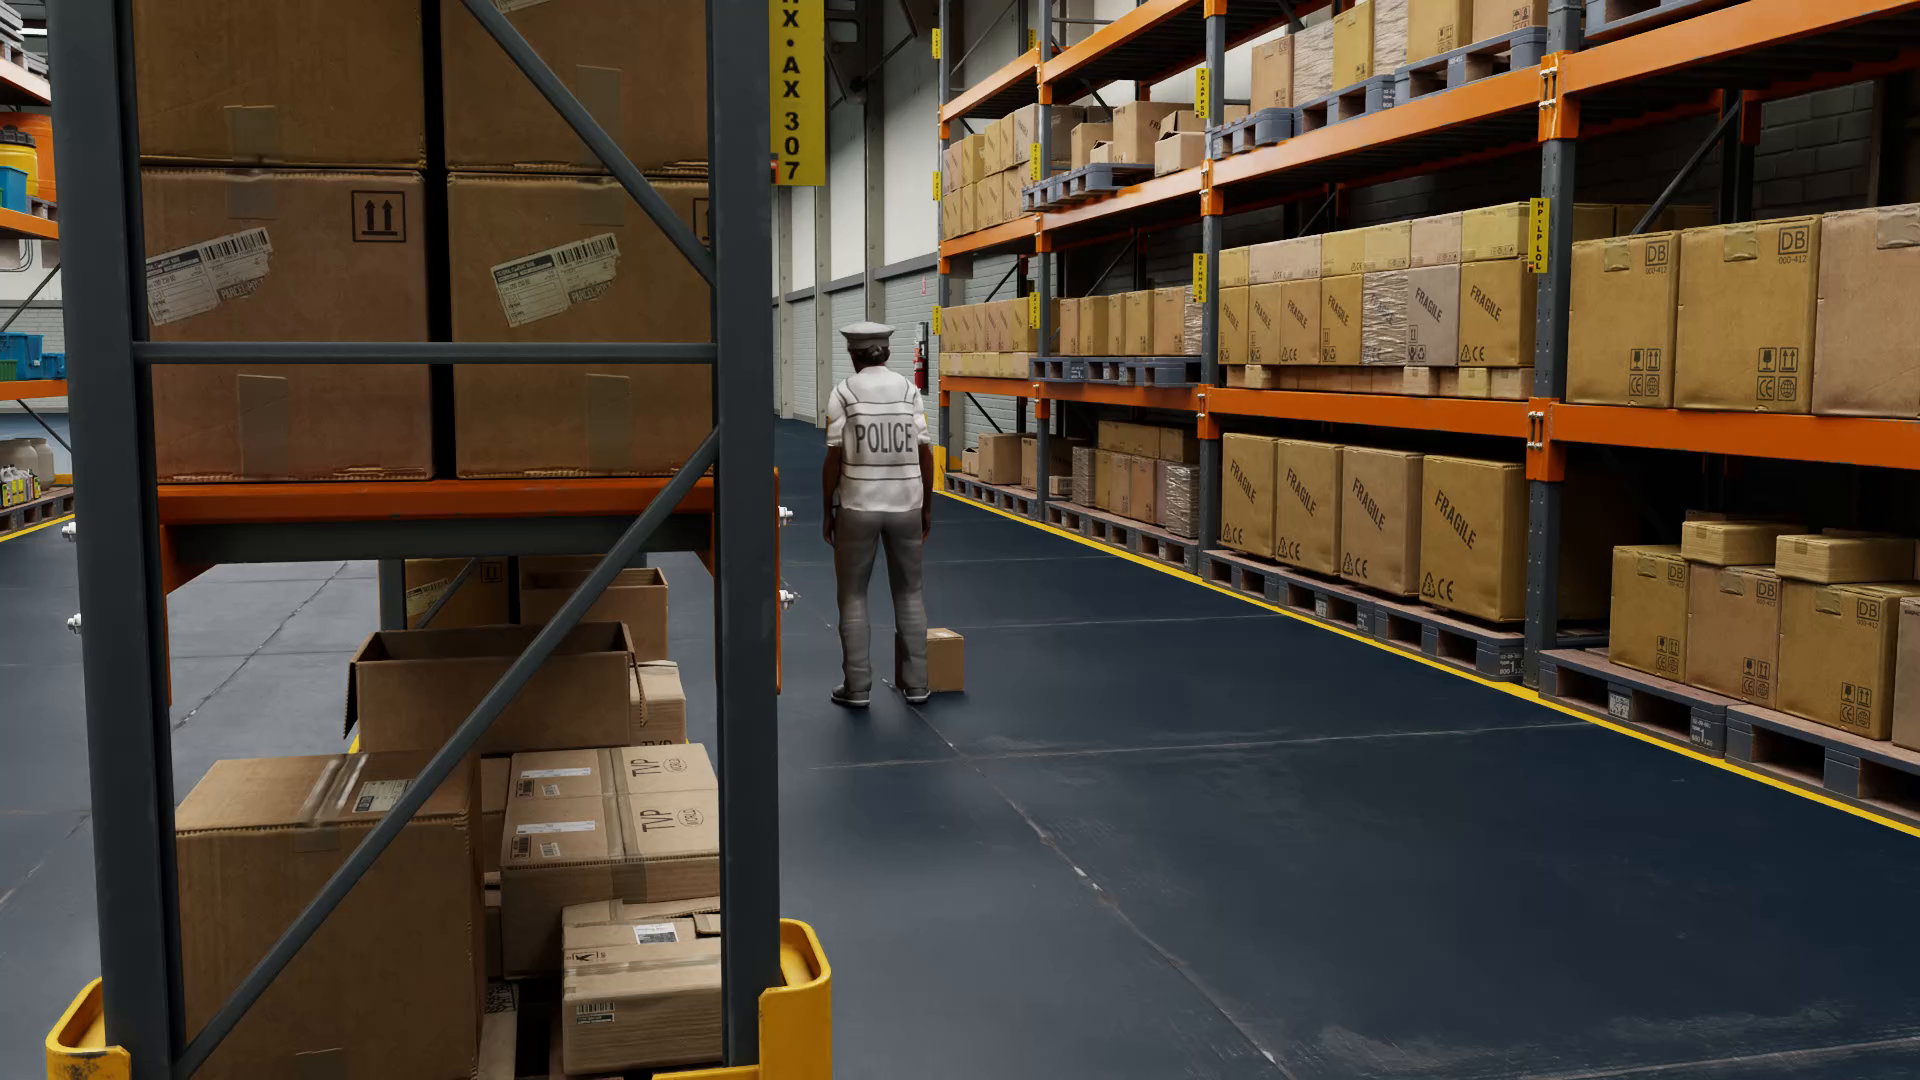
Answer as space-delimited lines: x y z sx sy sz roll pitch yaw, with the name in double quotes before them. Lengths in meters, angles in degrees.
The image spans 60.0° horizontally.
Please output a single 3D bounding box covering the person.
"person" -0.352 -0.111 7.213 0.505 1.656 0.396 -2 6 -16
